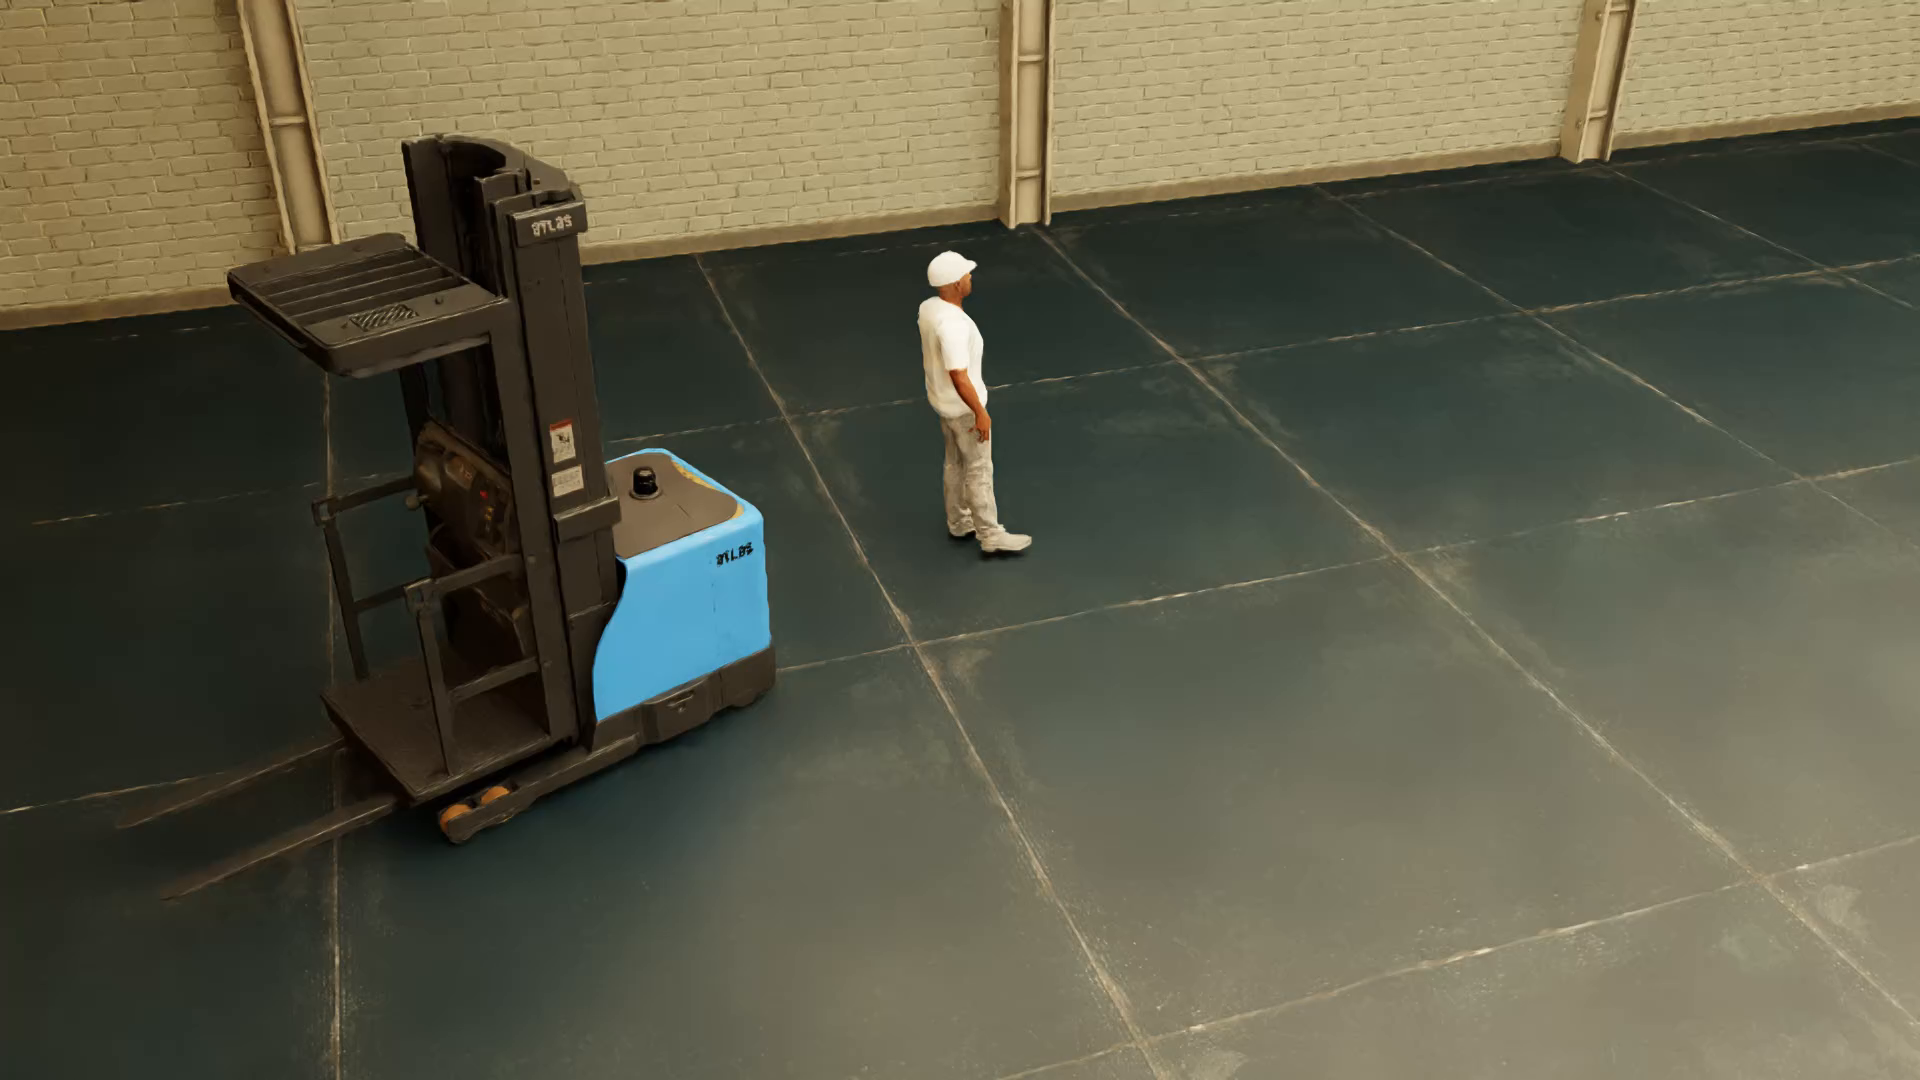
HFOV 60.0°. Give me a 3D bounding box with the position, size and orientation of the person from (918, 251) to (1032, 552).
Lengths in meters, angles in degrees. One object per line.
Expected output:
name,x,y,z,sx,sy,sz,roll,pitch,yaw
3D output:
person,0.068,-0.815,9.577,0.576,1.766,0.665,-10,31,-16

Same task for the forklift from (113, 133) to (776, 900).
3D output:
forklift,-2.402,-0.187,7.412,3.031,2.935,1.130,-23,37,-34
